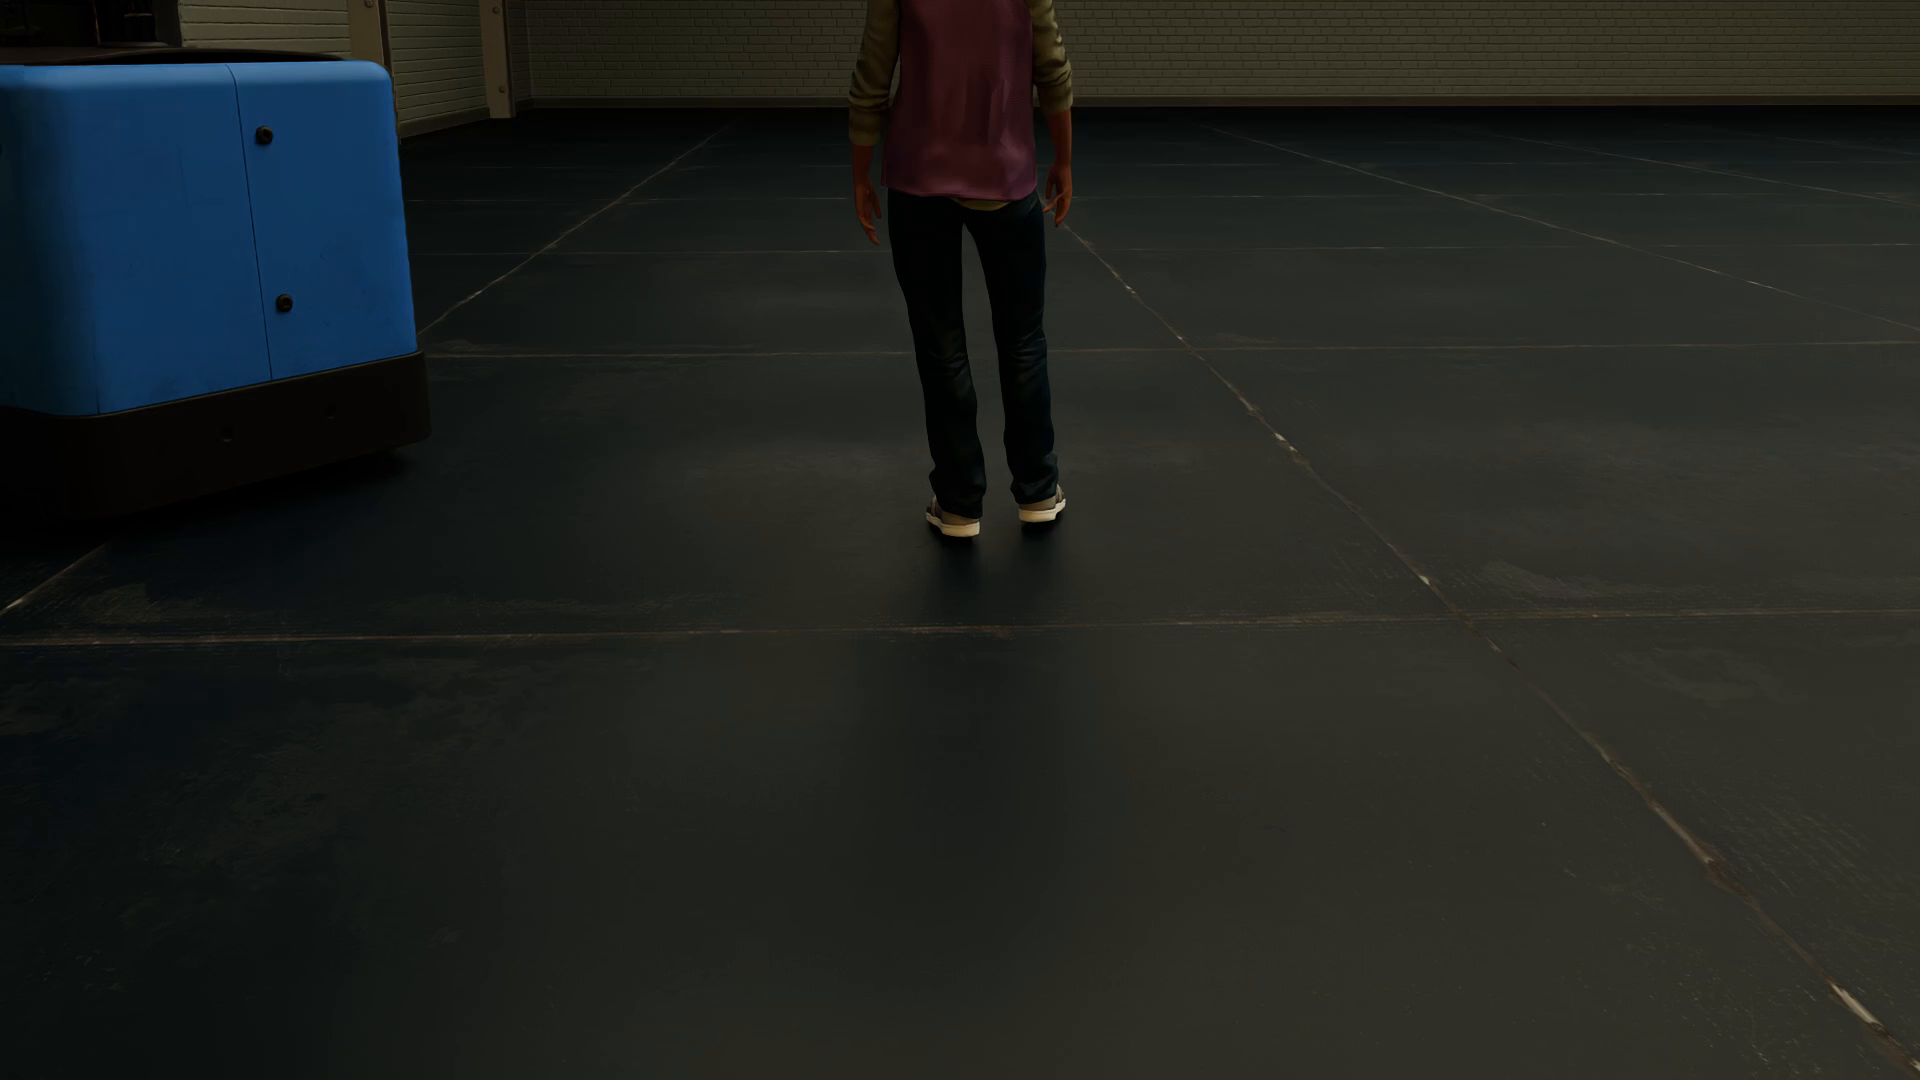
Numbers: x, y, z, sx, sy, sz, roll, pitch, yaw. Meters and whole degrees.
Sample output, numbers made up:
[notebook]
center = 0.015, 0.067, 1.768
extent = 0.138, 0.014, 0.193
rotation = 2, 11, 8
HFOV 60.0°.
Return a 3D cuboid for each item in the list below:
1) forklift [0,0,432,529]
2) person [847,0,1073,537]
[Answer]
[forklift]
center = -2.989, -1.732, 4.569
extent = 3.031, 2.935, 1.130
rotation = 10, 20, 30
[person]
center = 0.011, -0.792, 3.753
extent = 0.520, 1.597, 0.476
rotation = -1, 17, -3
